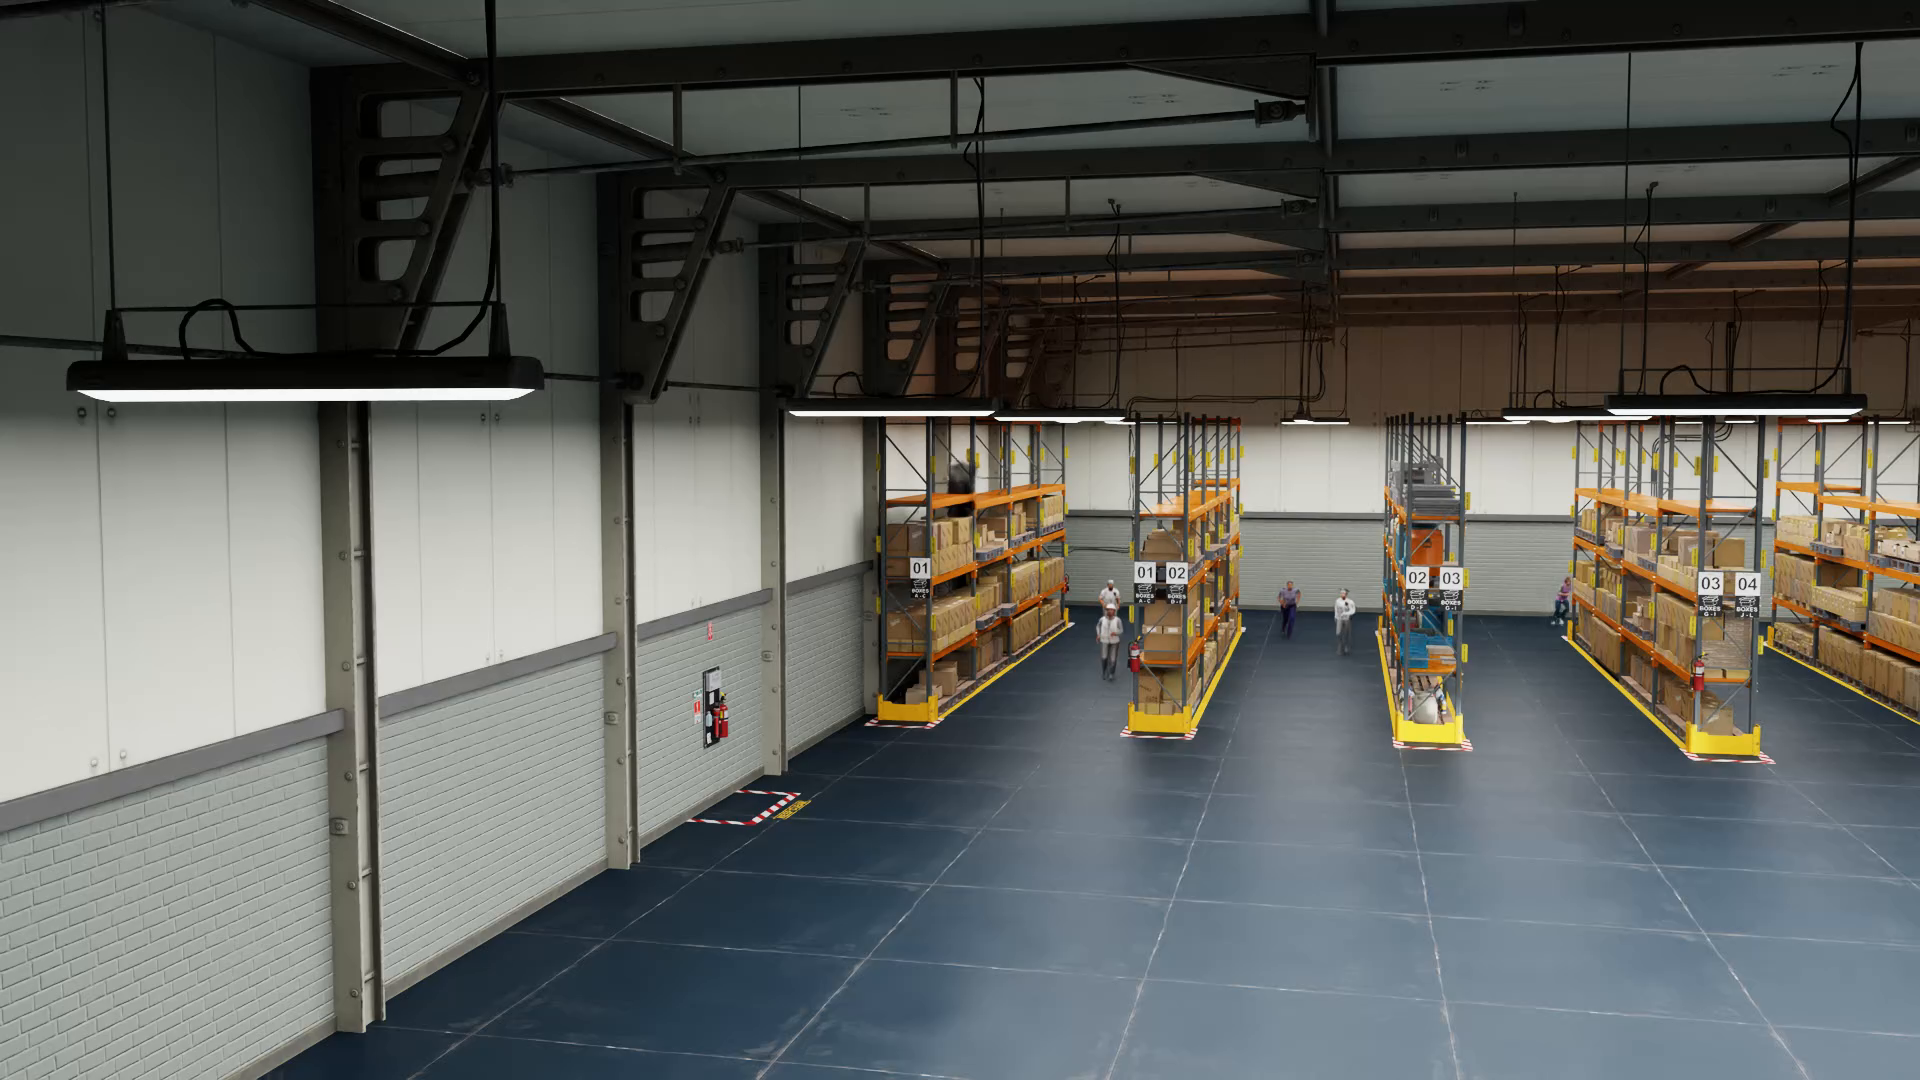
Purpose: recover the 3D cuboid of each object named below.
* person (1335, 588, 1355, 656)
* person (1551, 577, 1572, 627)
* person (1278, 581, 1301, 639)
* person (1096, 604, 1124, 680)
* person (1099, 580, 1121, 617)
[{"bbox_3d":[9.682,2.063,41.854,0.579,1.737,0.786,2,4,27],"label":"person"},{"bbox_3d":[17.334,1.760,47.788,0.582,1.459,0.883,-1,4,-18],"label":"person"},{"bbox_3d":[8.983,1.892,45.491,0.629,1.599,0.955,0,4,-1],"label":"person"},{"bbox_3d":[3.366,2.302,37.472,0.634,1.730,0.649,1,4,8],"label":"person"},{"bbox_3d":[4.081,1.875,45.243,0.608,1.599,0.620,0,4,1],"label":"person"}]
